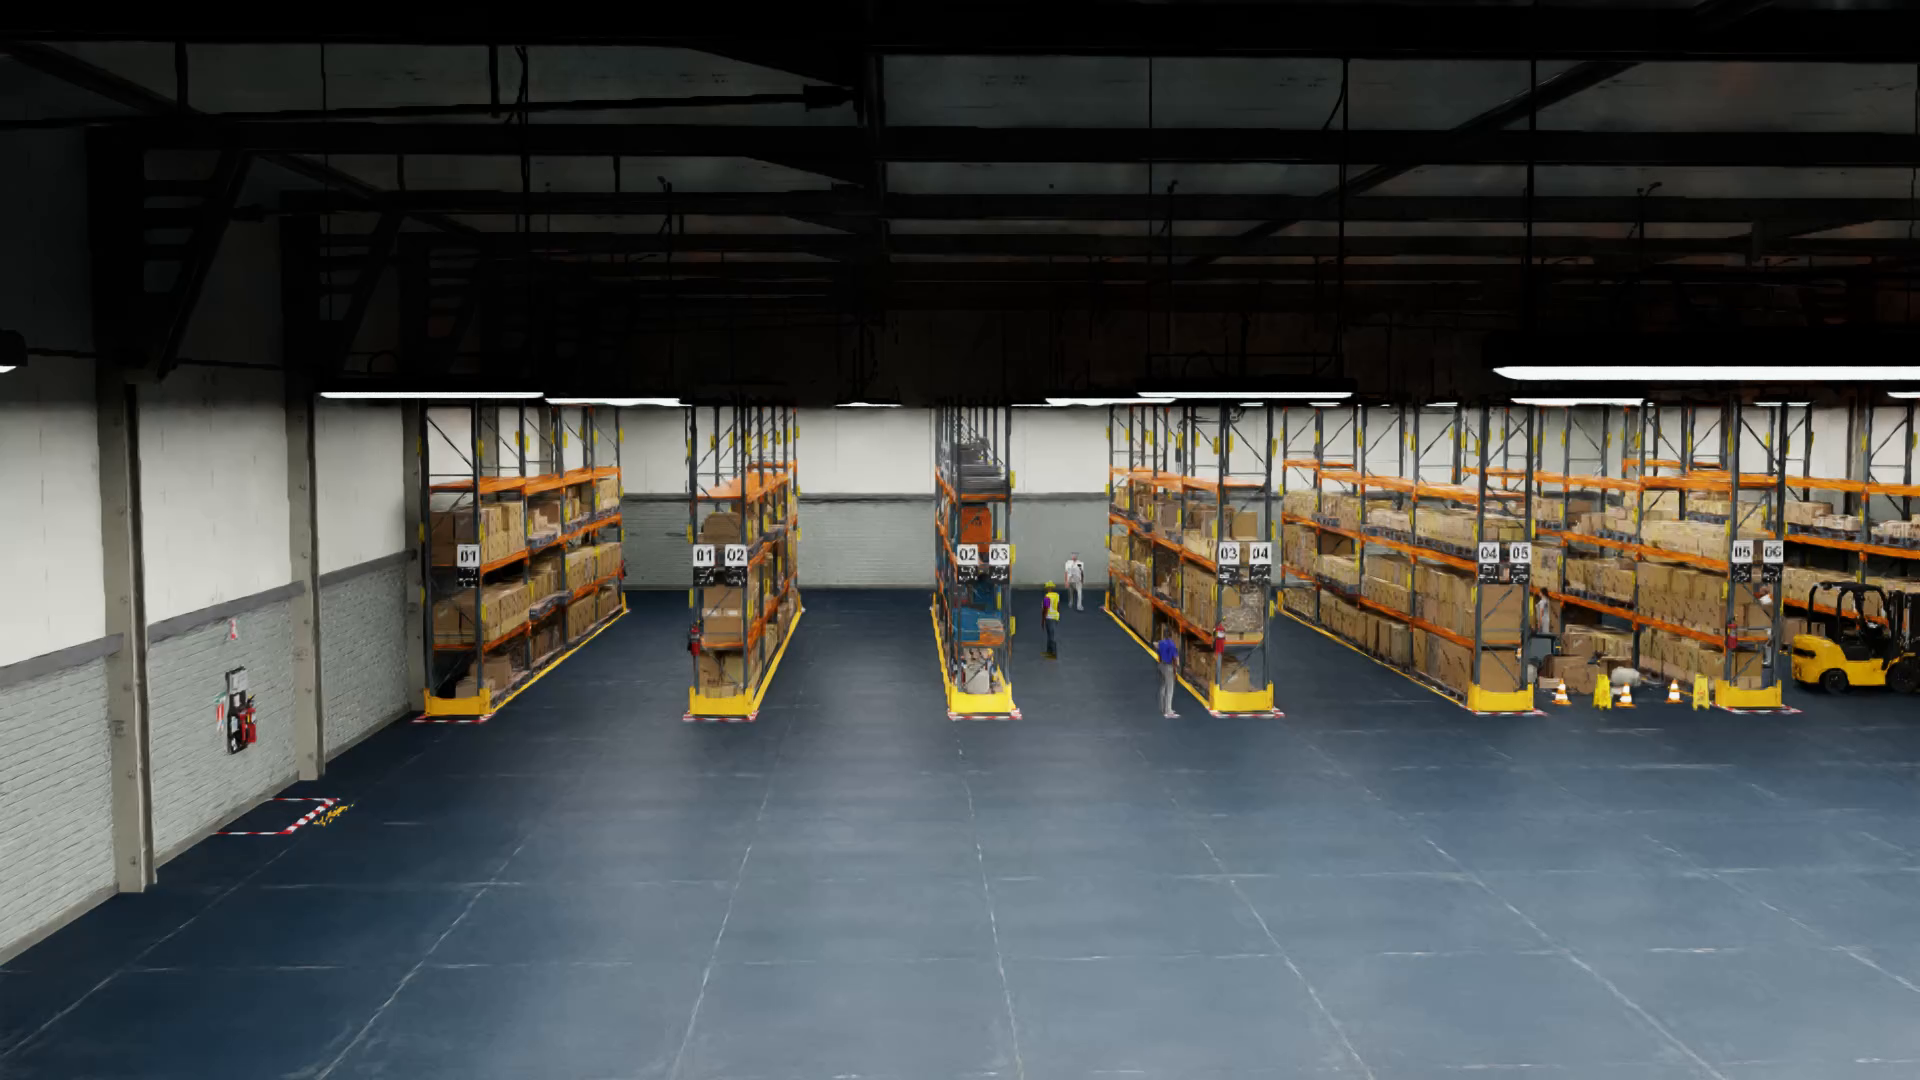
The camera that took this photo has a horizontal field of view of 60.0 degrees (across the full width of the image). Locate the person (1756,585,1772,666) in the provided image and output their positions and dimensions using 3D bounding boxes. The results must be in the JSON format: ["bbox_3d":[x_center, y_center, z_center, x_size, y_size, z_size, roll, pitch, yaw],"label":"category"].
[{"bbox_3d":[17.937,1.892,37.184,0.629,1.773,0.677,2,5,25],"label":"person"}]

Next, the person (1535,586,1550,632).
[{"bbox_3d":[13.320,1.876,38.088,0.571,1.666,0.553,2,5,24],"label":"person"}]

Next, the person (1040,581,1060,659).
[{"bbox_3d":[2.053,1.815,38.272,0.580,1.763,0.673,2,5,29],"label":"person"}]

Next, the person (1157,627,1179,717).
[{"bbox_3d":[3.888,2.445,30.983,0.414,1.666,0.506,-3,5,-32],"label":"person"}]

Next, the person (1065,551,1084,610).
[{"bbox_3d":[3.255,1.140,47.403,0.542,1.675,1.126,0,4,1],"label":"person"}]
